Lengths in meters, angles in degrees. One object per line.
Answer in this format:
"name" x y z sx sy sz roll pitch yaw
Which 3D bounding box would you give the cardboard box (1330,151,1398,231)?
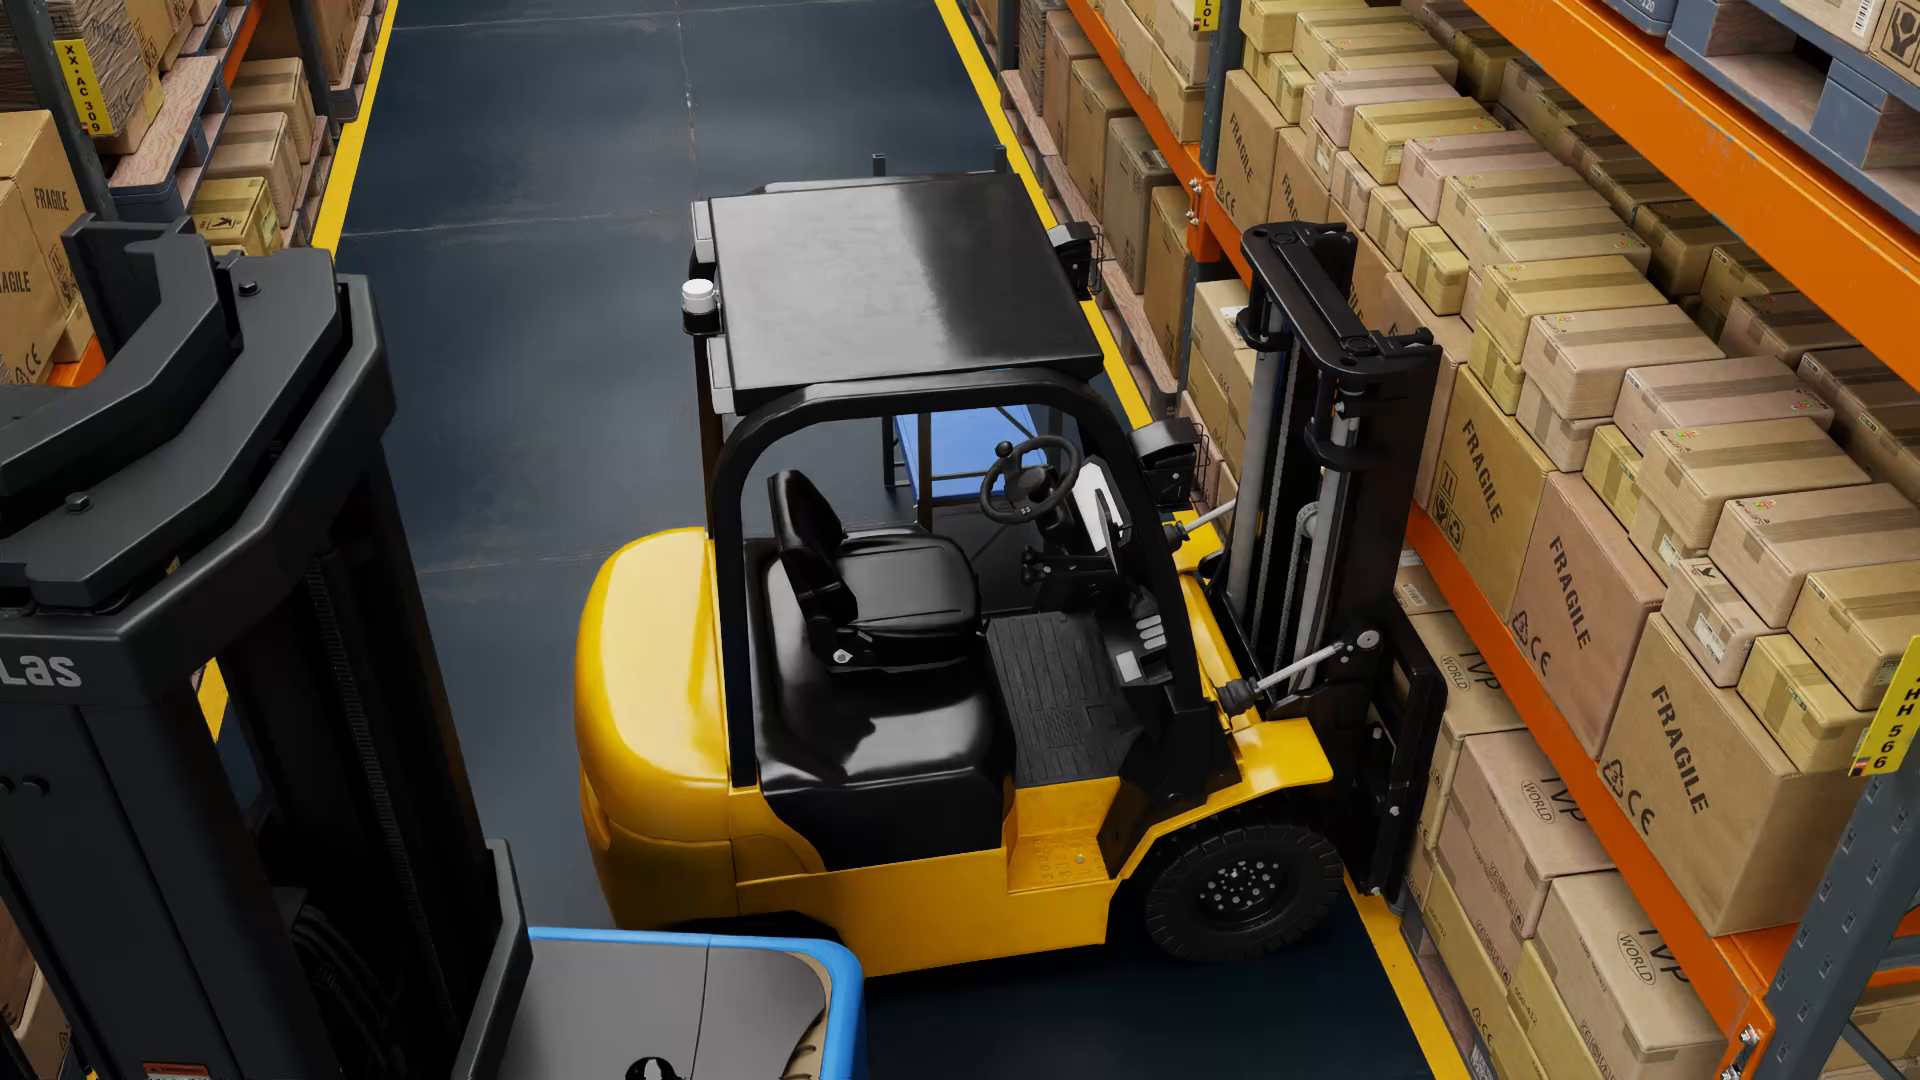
"cardboard box" 1.366 -1.084 5.090 0.380 0.149 0.250 -7 38 -8

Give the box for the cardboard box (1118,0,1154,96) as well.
"cardboard box" 0.994 -2.155 7.202 0.500 0.250 0.500 -6 38 -8

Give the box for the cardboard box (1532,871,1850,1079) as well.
"cardboard box" 1.747 1.061 4.023 0.500 0.250 0.500 -5 38 -6

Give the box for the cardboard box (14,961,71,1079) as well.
"cardboard box" -2.702 1.411 4.388 0.500 0.250 0.500 -5 38 -6

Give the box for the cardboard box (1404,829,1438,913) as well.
"cardboard box" 1.585 0.846 5.115 0.500 0.250 0.500 -6 38 -7

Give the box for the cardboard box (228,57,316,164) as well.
"cardboard box" -4.064 -2.301 9.066 0.950 0.372 0.625 -9 39 -11

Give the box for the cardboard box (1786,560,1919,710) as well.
"cardboard box" 1.865 0.174 3.229 0.380 0.149 0.250 -6 38 -8

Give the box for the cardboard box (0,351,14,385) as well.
"cardboard box" -2.937 -0.391 4.485 0.500 0.500 0.500 -5 38 -7

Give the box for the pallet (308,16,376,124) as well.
"pallet" -4.218 -2.898 10.309 1.003 0.211 1.213 -6 38 -8

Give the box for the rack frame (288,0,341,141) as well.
"rack frame" -4.154 -3.515 8.830 1.000 3.000 0.127 -6 38 -8

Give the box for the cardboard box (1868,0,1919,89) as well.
"cardboard box" 1.818 -0.890 2.500 0.500 0.500 0.500 -5 38 -6

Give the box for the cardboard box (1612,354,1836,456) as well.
"cardboard box" 1.748 -0.285 3.820 0.380 0.149 0.250 -6 38 -8

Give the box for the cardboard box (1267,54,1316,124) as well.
"cardboard box" 1.278 -1.554 5.695 0.380 0.149 0.250 -5 38 -7

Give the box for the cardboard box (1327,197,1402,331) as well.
"cardboard box" 1.452 -0.760 5.202 0.500 0.500 0.500 -7 38 -8

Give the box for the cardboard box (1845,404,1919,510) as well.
"cardboard box" 2.214 -0.178 3.681 0.380 0.149 0.250 -6 38 -7

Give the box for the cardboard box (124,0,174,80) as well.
"cardboard box" -3.341 -2.038 6.263 0.500 0.500 0.500 -6 38 -8

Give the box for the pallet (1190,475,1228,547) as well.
"pallet" 1.532 -0.049 6.641 1.003 0.211 1.213 -6 38 -8

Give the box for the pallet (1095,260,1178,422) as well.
"pallet" 1.266 -0.975 7.833 1.003 0.211 1.213 -6 38 -8

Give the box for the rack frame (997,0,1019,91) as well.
"rack frame" 0.733 -4.051 9.520 1.000 3.000 0.127 -6 38 -8

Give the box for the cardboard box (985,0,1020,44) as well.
"cardboard box" 0.447 -3.462 10.457 0.500 0.500 0.500 -5 38 -7

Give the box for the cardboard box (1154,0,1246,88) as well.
"cardboard box" 1.096 -2.043 6.649 0.500 0.250 0.500 -7 38 -9

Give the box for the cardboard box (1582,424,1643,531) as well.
"cardboard box" 1.707 -0.160 3.900 0.380 0.149 0.250 -6 38 -8

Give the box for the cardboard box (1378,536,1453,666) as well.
"cardboard box" 1.472 0.143 5.205 0.500 0.250 0.500 -7 38 -9

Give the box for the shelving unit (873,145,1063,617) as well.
"shelving unit" 0.015 -0.541 6.224 0.538 1.500 1.048 -6 38 -8

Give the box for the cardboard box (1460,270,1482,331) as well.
"cardboard box" 1.594 -0.627 4.502 0.380 0.149 0.250 -6 38 -8

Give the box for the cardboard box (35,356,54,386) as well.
"cardboard box" -3.076 -0.523 5.183 0.380 0.149 0.250 -6 38 -8

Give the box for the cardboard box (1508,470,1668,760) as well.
"cardboard box" 1.709 0.158 4.020 0.500 0.500 0.500 -5 38 -7

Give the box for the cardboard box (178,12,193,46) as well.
"cardboard box" -3.444 -2.158 6.945 0.380 0.149 0.250 -6 38 -8

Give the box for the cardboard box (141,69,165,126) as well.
"cardboard box" -3.273 -1.685 6.337 0.380 0.149 0.250 -5 38 -7

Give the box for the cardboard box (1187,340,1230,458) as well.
"cardboard box" 1.215 -0.587 6.553 0.500 0.250 0.500 -6 38 -8

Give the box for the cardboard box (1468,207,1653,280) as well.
"cardboard box" 1.590 -0.752 4.420 0.380 0.149 0.250 -6 38 -7

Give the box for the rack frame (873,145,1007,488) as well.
"rack frame" -0.074 -0.848 6.619 0.500 1.500 0.032 -6 38 -8

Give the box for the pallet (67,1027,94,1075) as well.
"pallet" -3.083 1.142 5.108 1.003 0.211 1.213 -6 38 -8

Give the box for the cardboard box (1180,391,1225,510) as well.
"cardboard box" 1.193 -0.388 6.703 0.500 0.250 0.500 -6 38 -7

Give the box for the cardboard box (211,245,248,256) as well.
"cardboard box" -3.676 -0.978 7.363 0.950 0.372 0.625 -4 38 -5

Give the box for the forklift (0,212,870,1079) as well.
"forklift" -1.742 0.858 3.257 3.031 2.935 1.130 2 38 2

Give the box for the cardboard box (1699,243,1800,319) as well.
"cardboard box" 2.165 -0.655 4.295 0.380 0.149 0.250 -7 38 -9

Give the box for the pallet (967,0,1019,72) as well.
"pallet" 0.639 -3.405 10.961 1.003 0.211 1.213 -6 38 -8

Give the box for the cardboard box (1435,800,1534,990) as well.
"cardboard box" 1.665 0.939 4.588 0.500 0.250 0.500 -7 38 -8

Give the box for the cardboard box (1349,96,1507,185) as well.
"cardboard box" 1.402 -1.202 5.000 0.380 0.149 0.250 -7 38 -9

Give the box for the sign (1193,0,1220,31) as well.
"sign" 0.901 -1.997 5.996 0.100 0.325 0.005 -6 38 -8

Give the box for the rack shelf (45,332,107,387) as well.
"rack shelf" -3.102 0.393 4.386 1.077 0.370 4.000 -6 38 -8

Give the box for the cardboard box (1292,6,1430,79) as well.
"cardboard box" 1.350 -1.678 5.612 0.380 0.149 0.250 -6 38 -7

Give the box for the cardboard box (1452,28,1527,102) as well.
"cardboard box" 1.850 -1.574 5.478 0.380 0.149 0.250 -7 38 -8

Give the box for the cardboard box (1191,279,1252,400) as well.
"cardboard box" 1.210 -0.784 6.398 0.500 0.250 0.500 -7 38 -9

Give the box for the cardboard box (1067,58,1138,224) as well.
"cardboard box" 1.069 -2.101 8.602 0.875 0.625 0.625 -8 39 -10

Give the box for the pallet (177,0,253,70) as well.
"pallet" -3.766 -2.248 7.355 1.003 0.211 1.213 -6 38 -8

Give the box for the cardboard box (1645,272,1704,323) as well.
"cardboard box" 2.085 -0.676 4.565 0.380 0.149 0.250 -6 38 -8

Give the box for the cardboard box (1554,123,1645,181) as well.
"cardboard box" 1.980 -1.111 4.883 0.380 0.149 0.250 -7 38 -8

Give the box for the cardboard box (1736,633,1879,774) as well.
"cardboard box" 1.798 0.306 3.301 0.380 0.149 0.250 -6 38 -7
